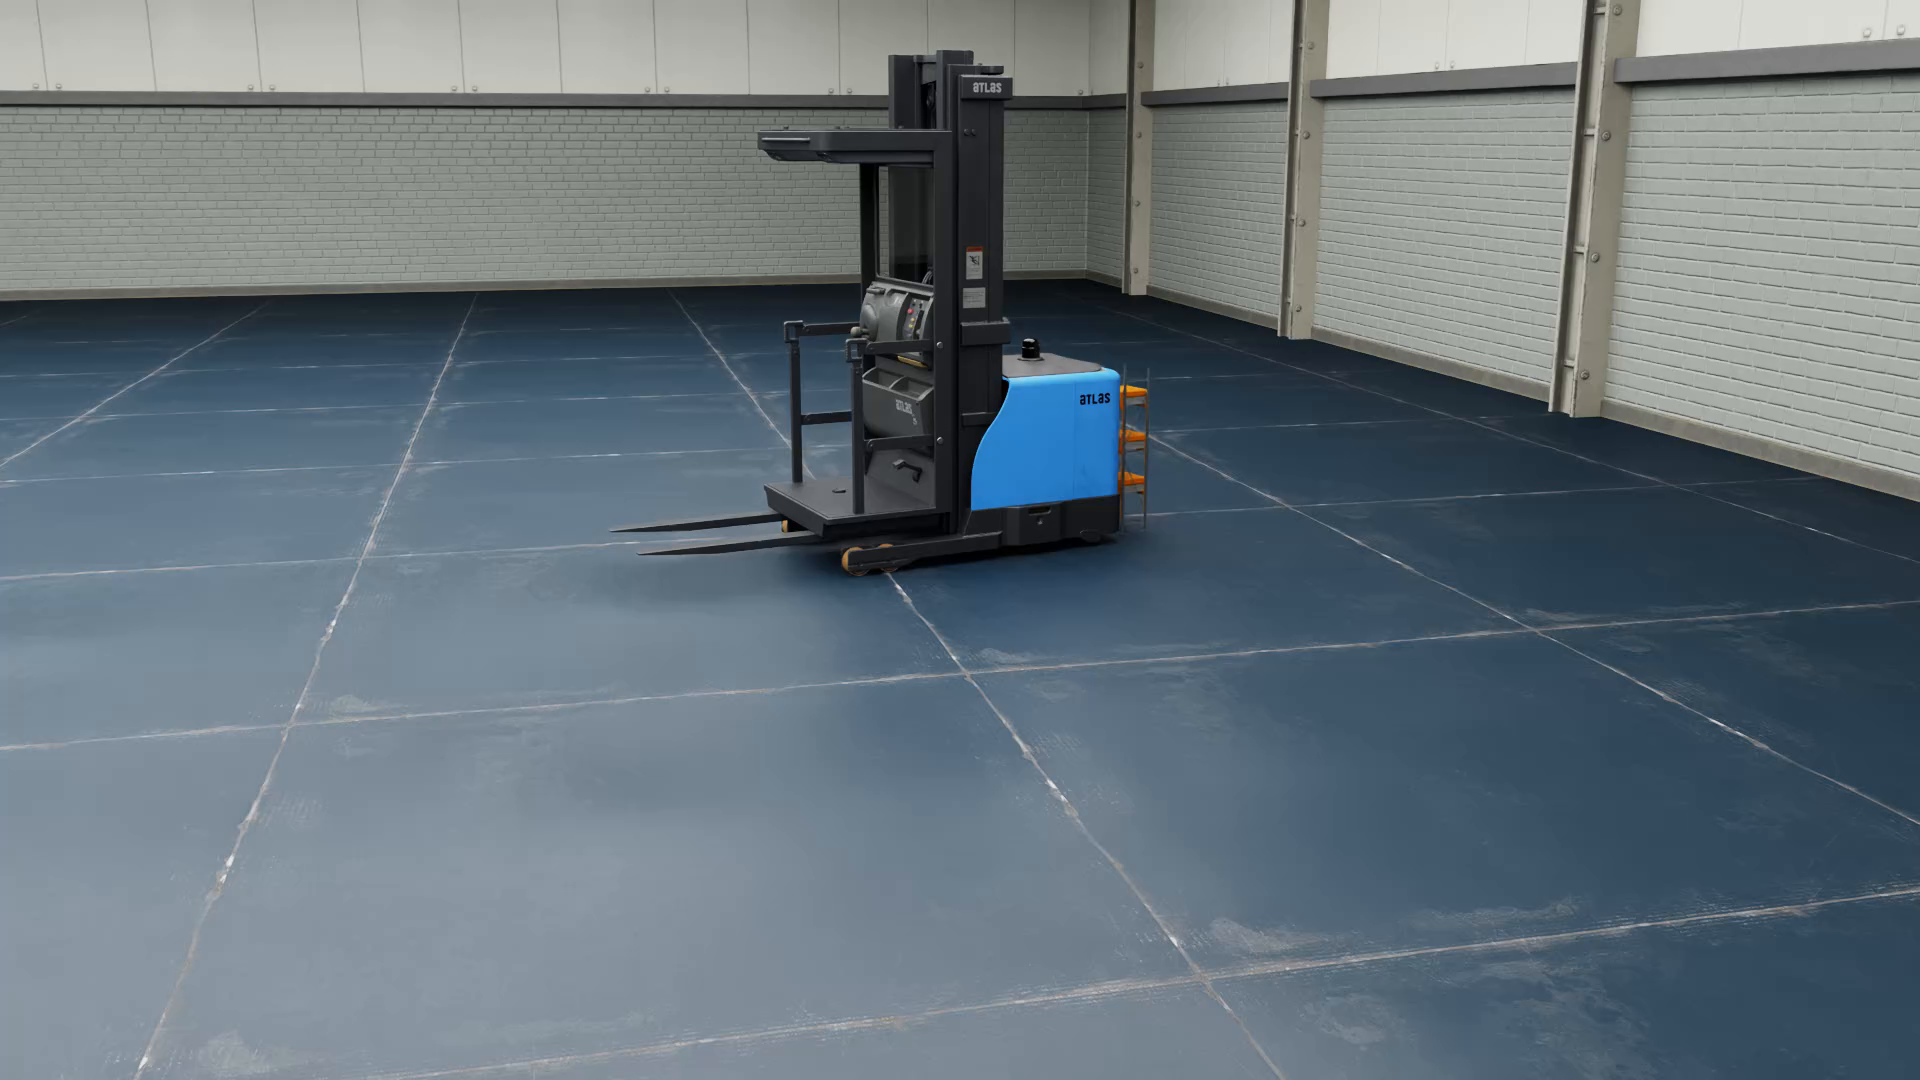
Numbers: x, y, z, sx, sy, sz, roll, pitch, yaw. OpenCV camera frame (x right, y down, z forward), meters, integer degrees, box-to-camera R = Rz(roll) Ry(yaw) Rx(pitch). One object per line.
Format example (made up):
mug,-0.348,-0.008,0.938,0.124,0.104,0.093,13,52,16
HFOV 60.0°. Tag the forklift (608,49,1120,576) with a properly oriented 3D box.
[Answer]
forklift,-0.561,-1.359,9.812,3.031,2.935,1.130,-7,15,-25

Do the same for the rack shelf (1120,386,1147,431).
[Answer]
rack shelf,1.041,-0.846,10.525,0.215,0.259,0.240,-8,16,-31

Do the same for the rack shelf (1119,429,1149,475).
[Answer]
rack shelf,1.042,-0.570,10.592,0.215,0.259,0.240,-8,16,-31

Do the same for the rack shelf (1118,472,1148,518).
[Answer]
rack shelf,1.042,-0.300,10.657,0.215,0.259,0.240,-8,16,-31

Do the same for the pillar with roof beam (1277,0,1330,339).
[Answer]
pillar with roof beam,0.011,-6.669,18.764,9.100,9.000,0.400,-3,14,-13

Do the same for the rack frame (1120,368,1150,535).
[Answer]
rack frame,1.106,-0.556,10.488,0.200,1.050,0.008,-8,16,-31

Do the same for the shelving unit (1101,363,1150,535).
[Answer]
shelving unit,1.042,-0.581,10.589,0.215,1.050,0.252,-8,16,-31

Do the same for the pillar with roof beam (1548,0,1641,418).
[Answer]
pillar with roof beam,1.420,-5.285,13.098,9.100,9.000,0.400,-3,14,-13

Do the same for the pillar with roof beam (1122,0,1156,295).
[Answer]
pillar with roof beam,-1.398,-8.053,24.429,9.100,9.000,0.400,-3,14,-13

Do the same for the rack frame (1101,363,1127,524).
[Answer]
rack frame,0.978,-0.605,10.690,0.200,1.050,0.008,-8,16,-31
